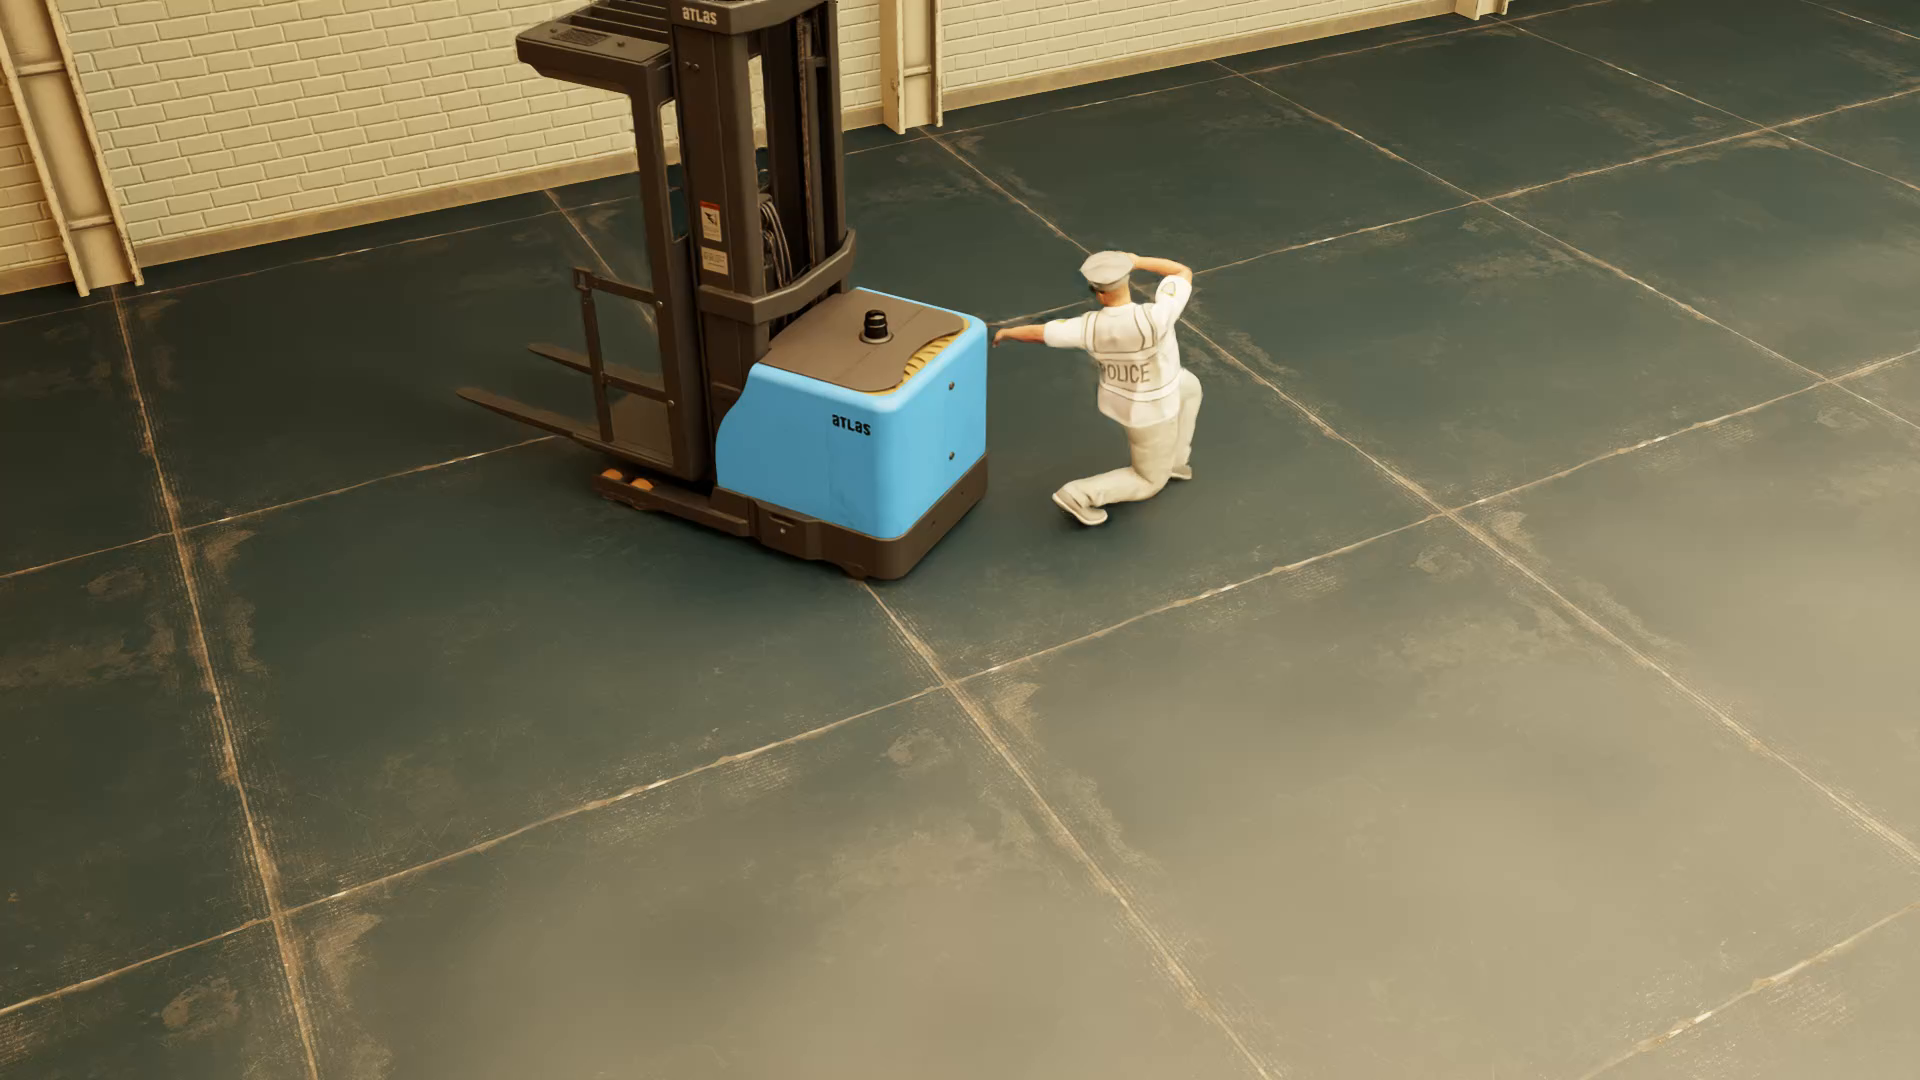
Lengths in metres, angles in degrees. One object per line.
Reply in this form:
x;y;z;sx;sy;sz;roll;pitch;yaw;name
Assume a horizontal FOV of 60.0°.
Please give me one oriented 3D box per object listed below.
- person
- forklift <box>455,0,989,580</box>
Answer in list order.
0.776;-0.893;8.685;0.956;1.474;0.984;-24;42;-30;person
-1.390;-1.604;8.392;3.031;2.935;1.130;18;39;23;forklift
